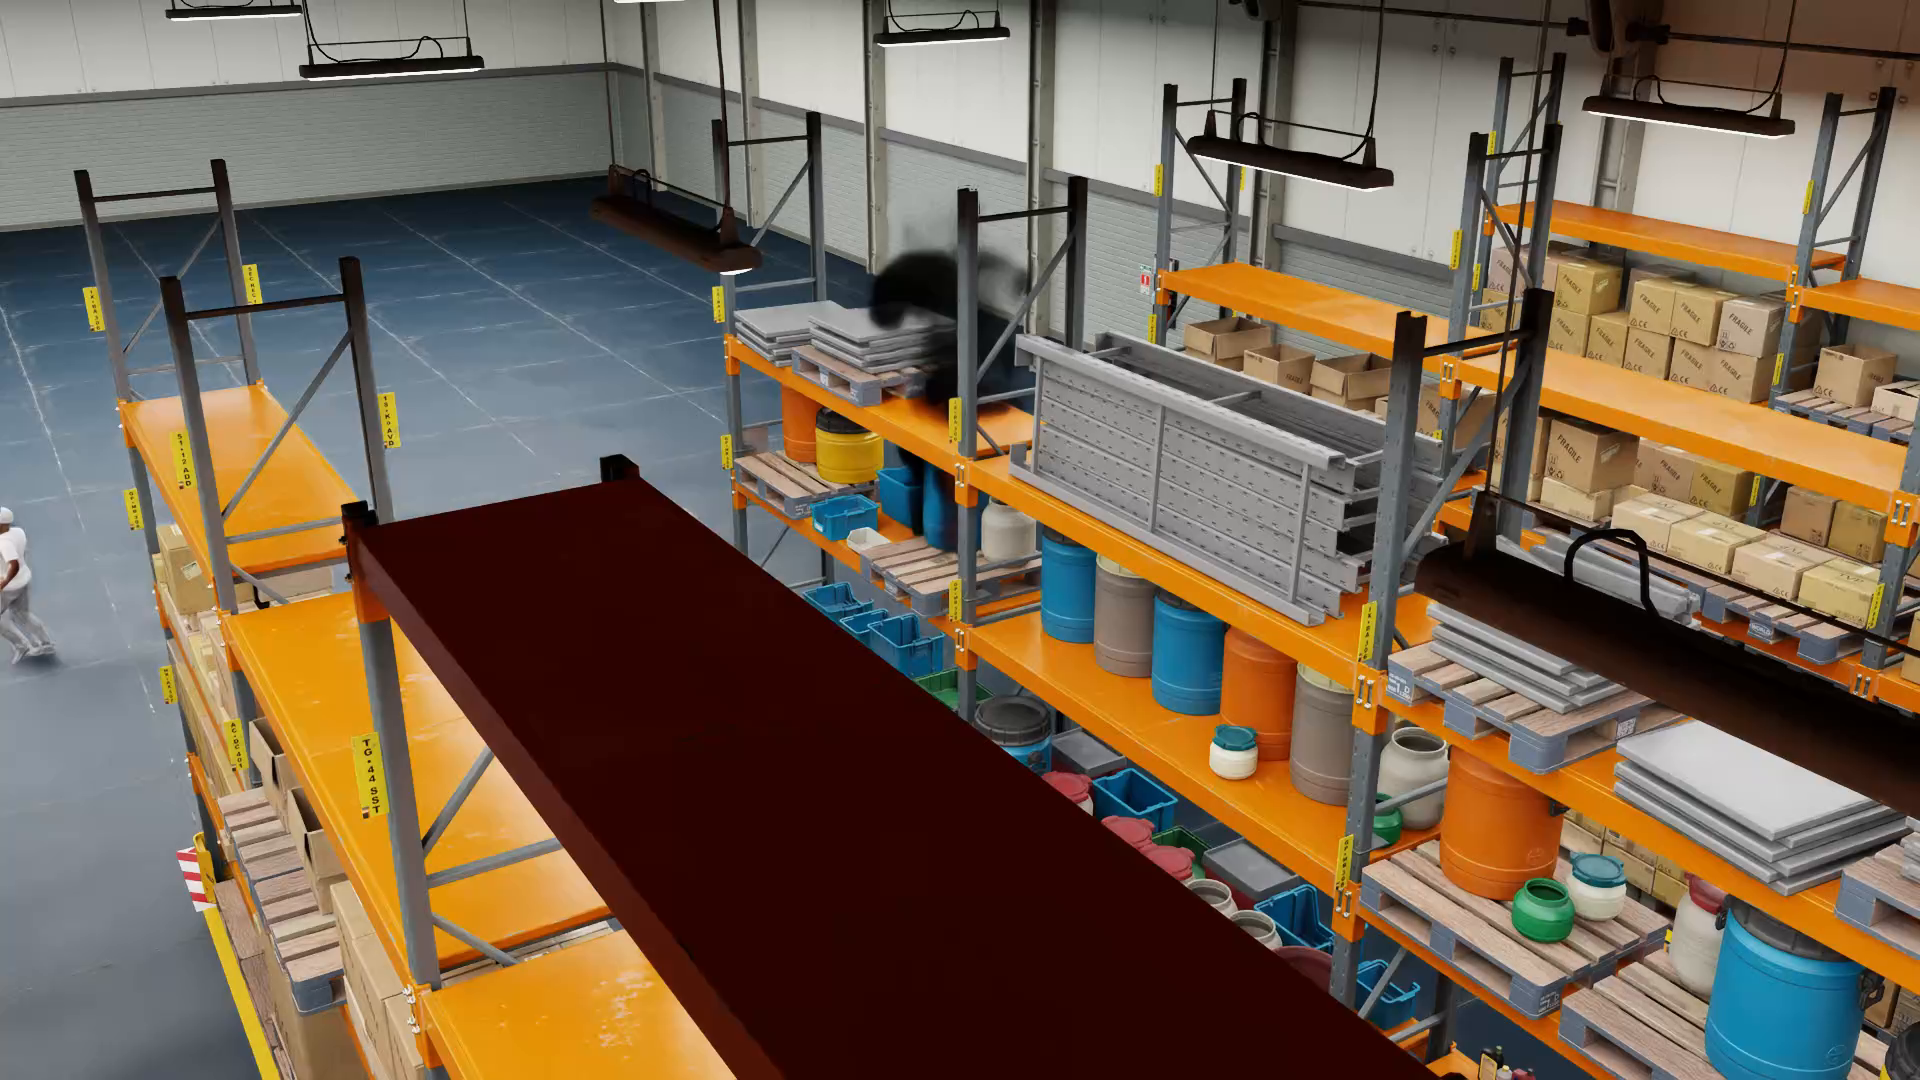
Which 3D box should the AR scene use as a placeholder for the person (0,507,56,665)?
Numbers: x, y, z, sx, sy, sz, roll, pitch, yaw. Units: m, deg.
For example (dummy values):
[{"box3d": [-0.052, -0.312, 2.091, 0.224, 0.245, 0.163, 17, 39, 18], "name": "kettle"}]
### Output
[{"box3d": [-10.203, 0.493, 17.824, 0.668, 1.790, 0.676, -1, 22, -2], "name": "person"}]
